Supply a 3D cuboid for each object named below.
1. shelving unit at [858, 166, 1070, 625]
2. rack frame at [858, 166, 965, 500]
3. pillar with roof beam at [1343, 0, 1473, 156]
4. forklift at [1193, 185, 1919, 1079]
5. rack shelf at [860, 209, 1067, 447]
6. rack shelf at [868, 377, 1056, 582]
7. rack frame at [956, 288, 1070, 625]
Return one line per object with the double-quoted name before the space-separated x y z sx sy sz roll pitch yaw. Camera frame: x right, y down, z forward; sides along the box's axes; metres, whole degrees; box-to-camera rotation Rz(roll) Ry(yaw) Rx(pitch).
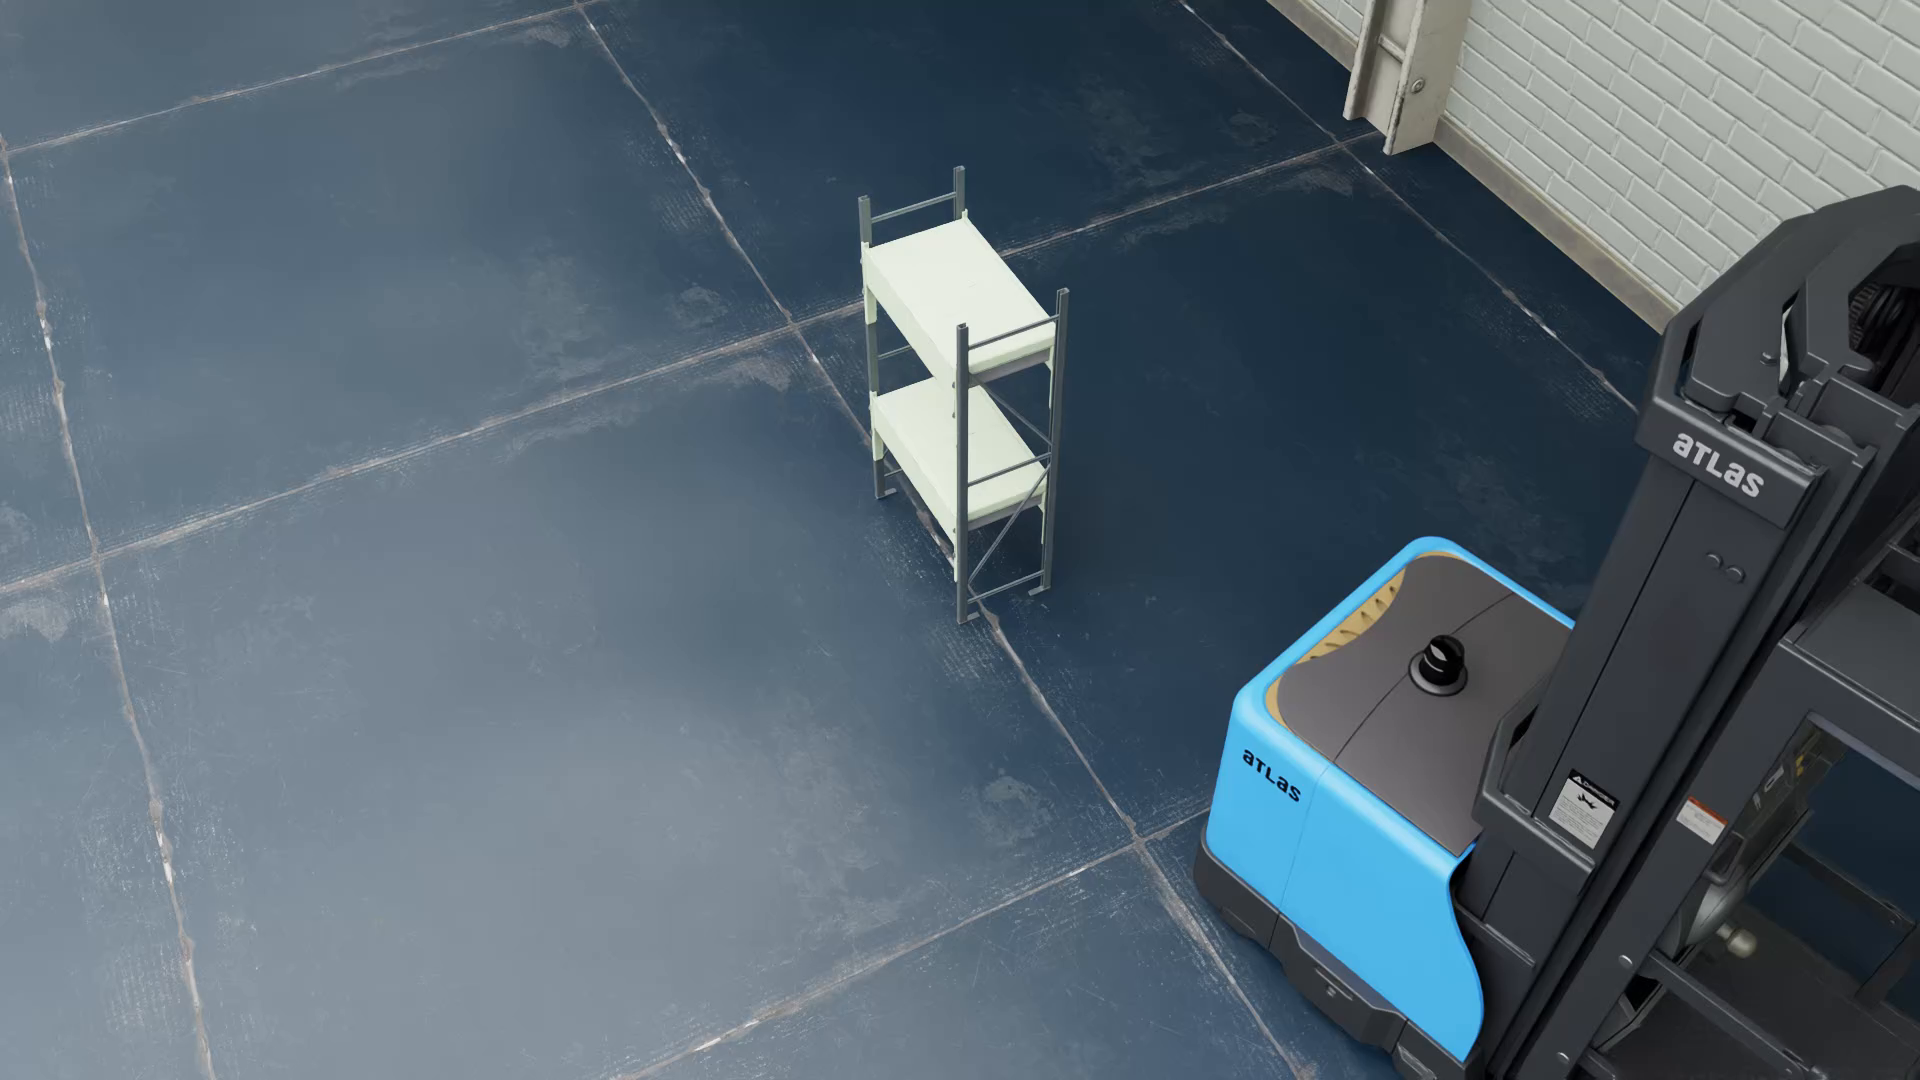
"shelving unit" 0.003 -0.489 6.074 0.431 1.500 0.755 -21 52 -18
"rack frame" -0.164 -0.734 6.288 0.400 1.500 0.023 -21 52 -18
"pillar with roof beam" -1.635 -3.588 3.803 9.100 9.000 0.400 -21 52 -18
"forklift" 2.160 0.758 4.033 1.130 2.935 3.031 -36 58 -27
"rack shelf" 0.003 -0.746 5.780 0.431 0.370 0.720 -21 52 -18
"rack shelf" 0.003 -0.275 6.320 0.431 0.370 0.720 -21 52 -18
"rack frame" 0.171 -0.244 5.860 0.400 1.500 0.023 -21 52 -18
